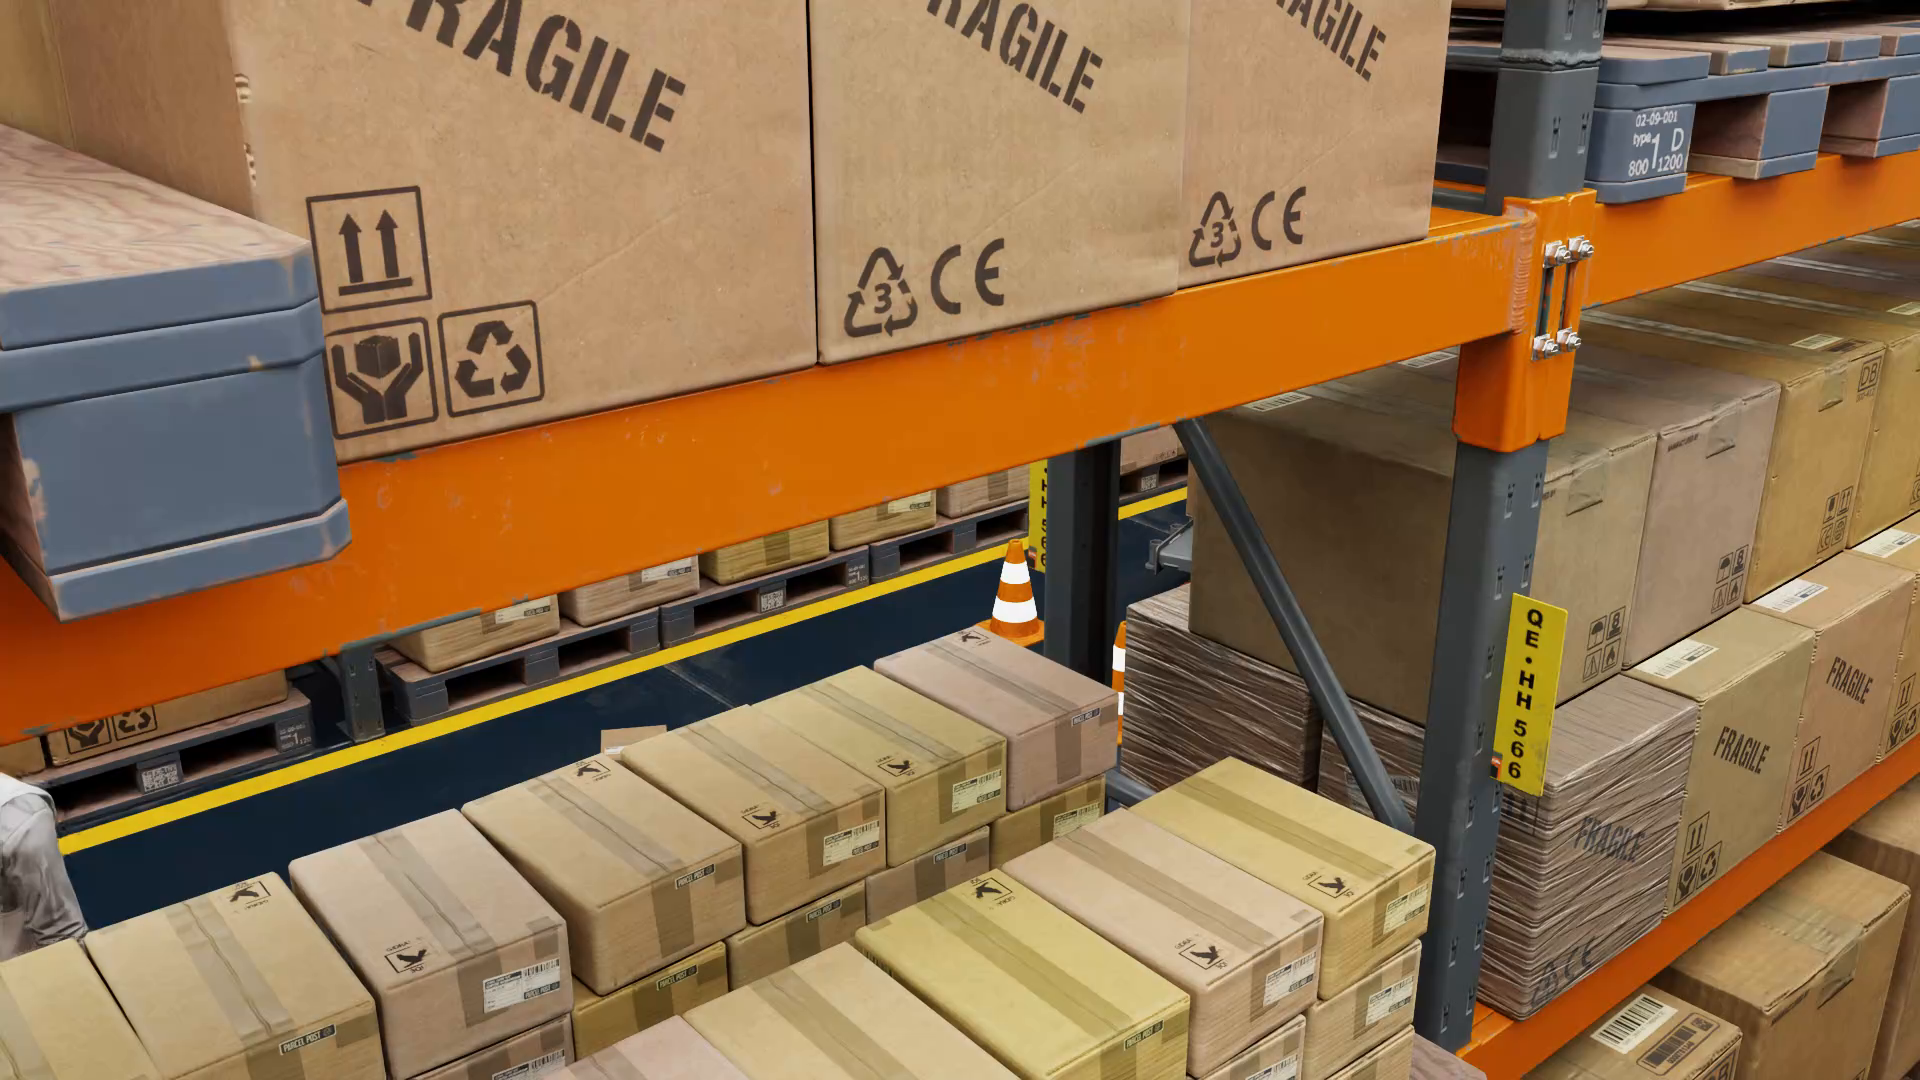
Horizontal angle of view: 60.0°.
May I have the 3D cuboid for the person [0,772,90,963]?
[{"bbox_3d":[-2.192,1.099,3.663,0.577,1.821,0.542,10,23,24],"label":"person"}]
